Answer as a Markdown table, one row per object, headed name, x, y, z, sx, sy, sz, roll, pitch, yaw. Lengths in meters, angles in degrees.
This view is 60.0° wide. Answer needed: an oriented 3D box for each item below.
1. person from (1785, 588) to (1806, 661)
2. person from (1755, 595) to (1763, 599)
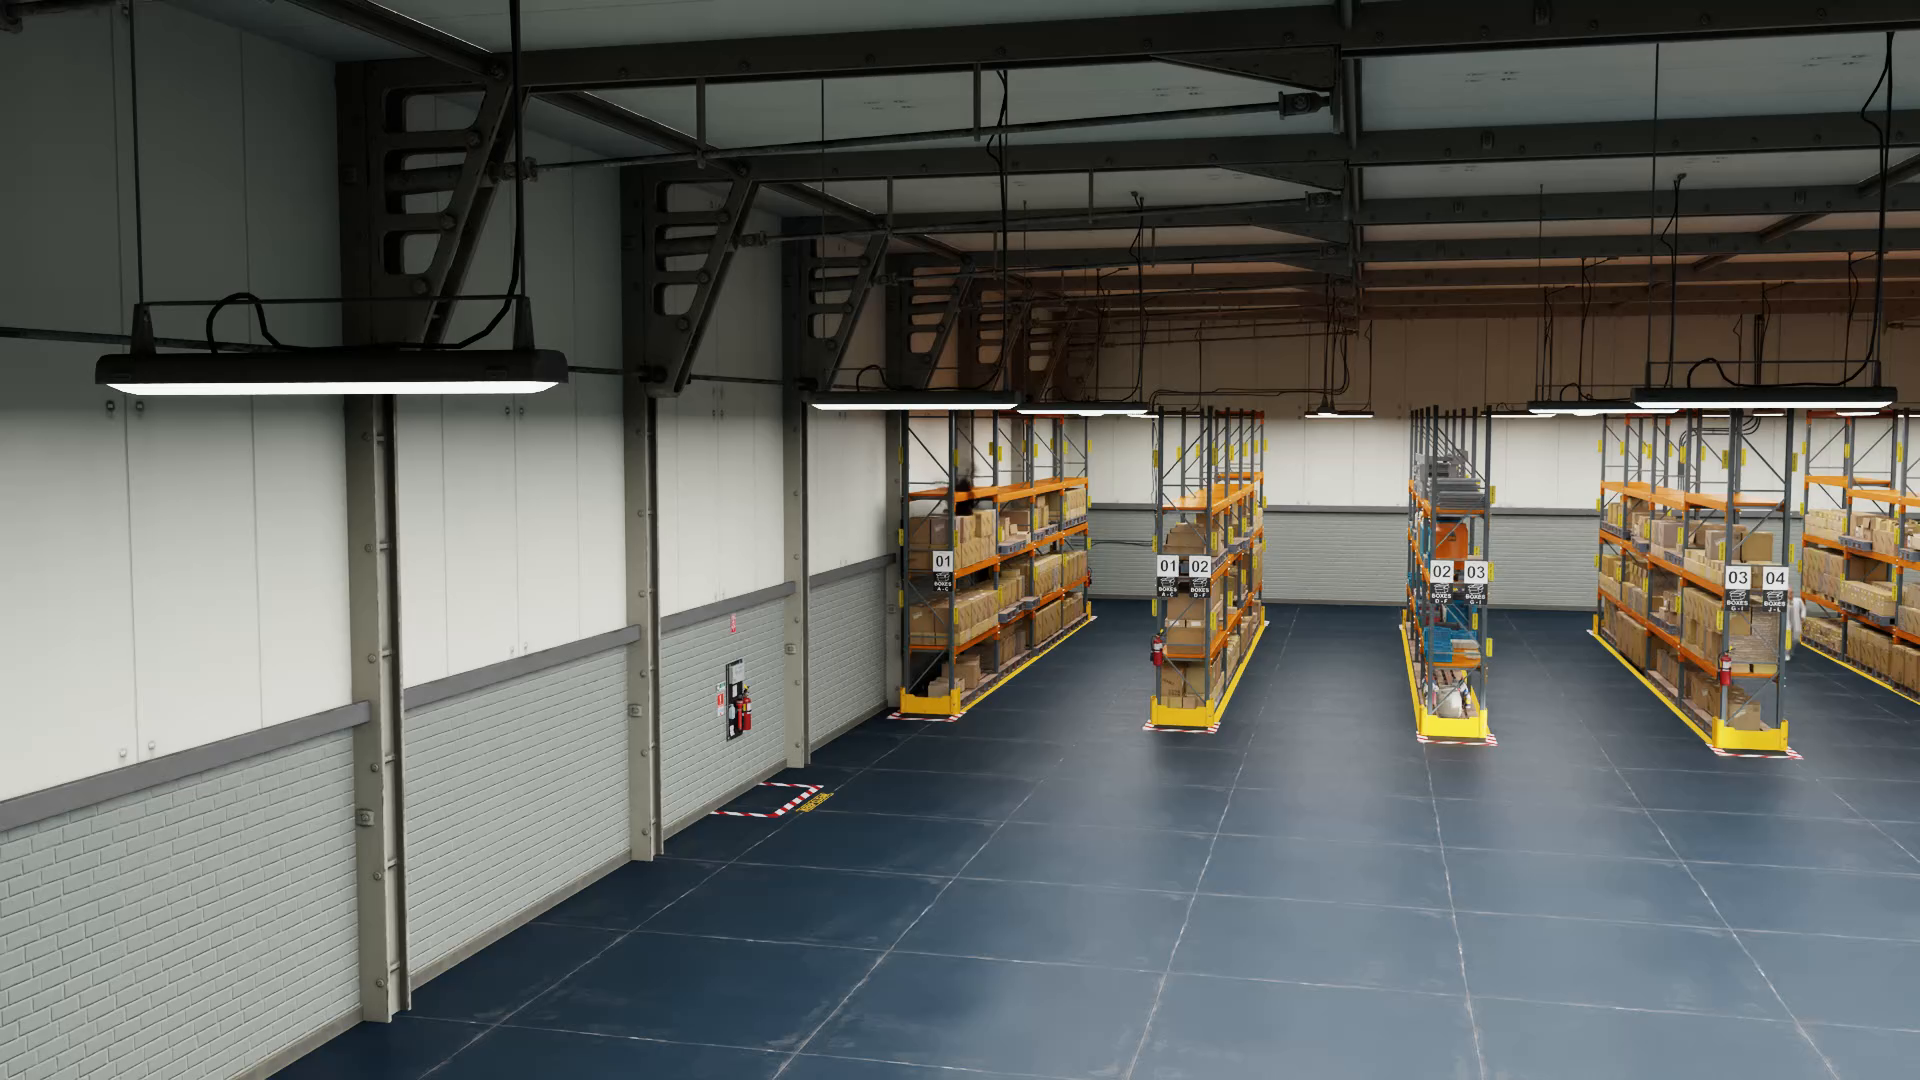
| name | x | y | z | sx | sy | sz | roll | pitch | yaw |
| --- | --- | --- | --- | --- | --- | --- | --- | --- | --- |
| person | 19.837 | 2.113 | 39.734 | 0.717 | 1.537 | 0.571 | 1 | 4 | 18 |
| person | 20.628 | 1.759 | 43.409 | 0.752 | 1.721 | 0.654 | 4 | 5 | 41 |
